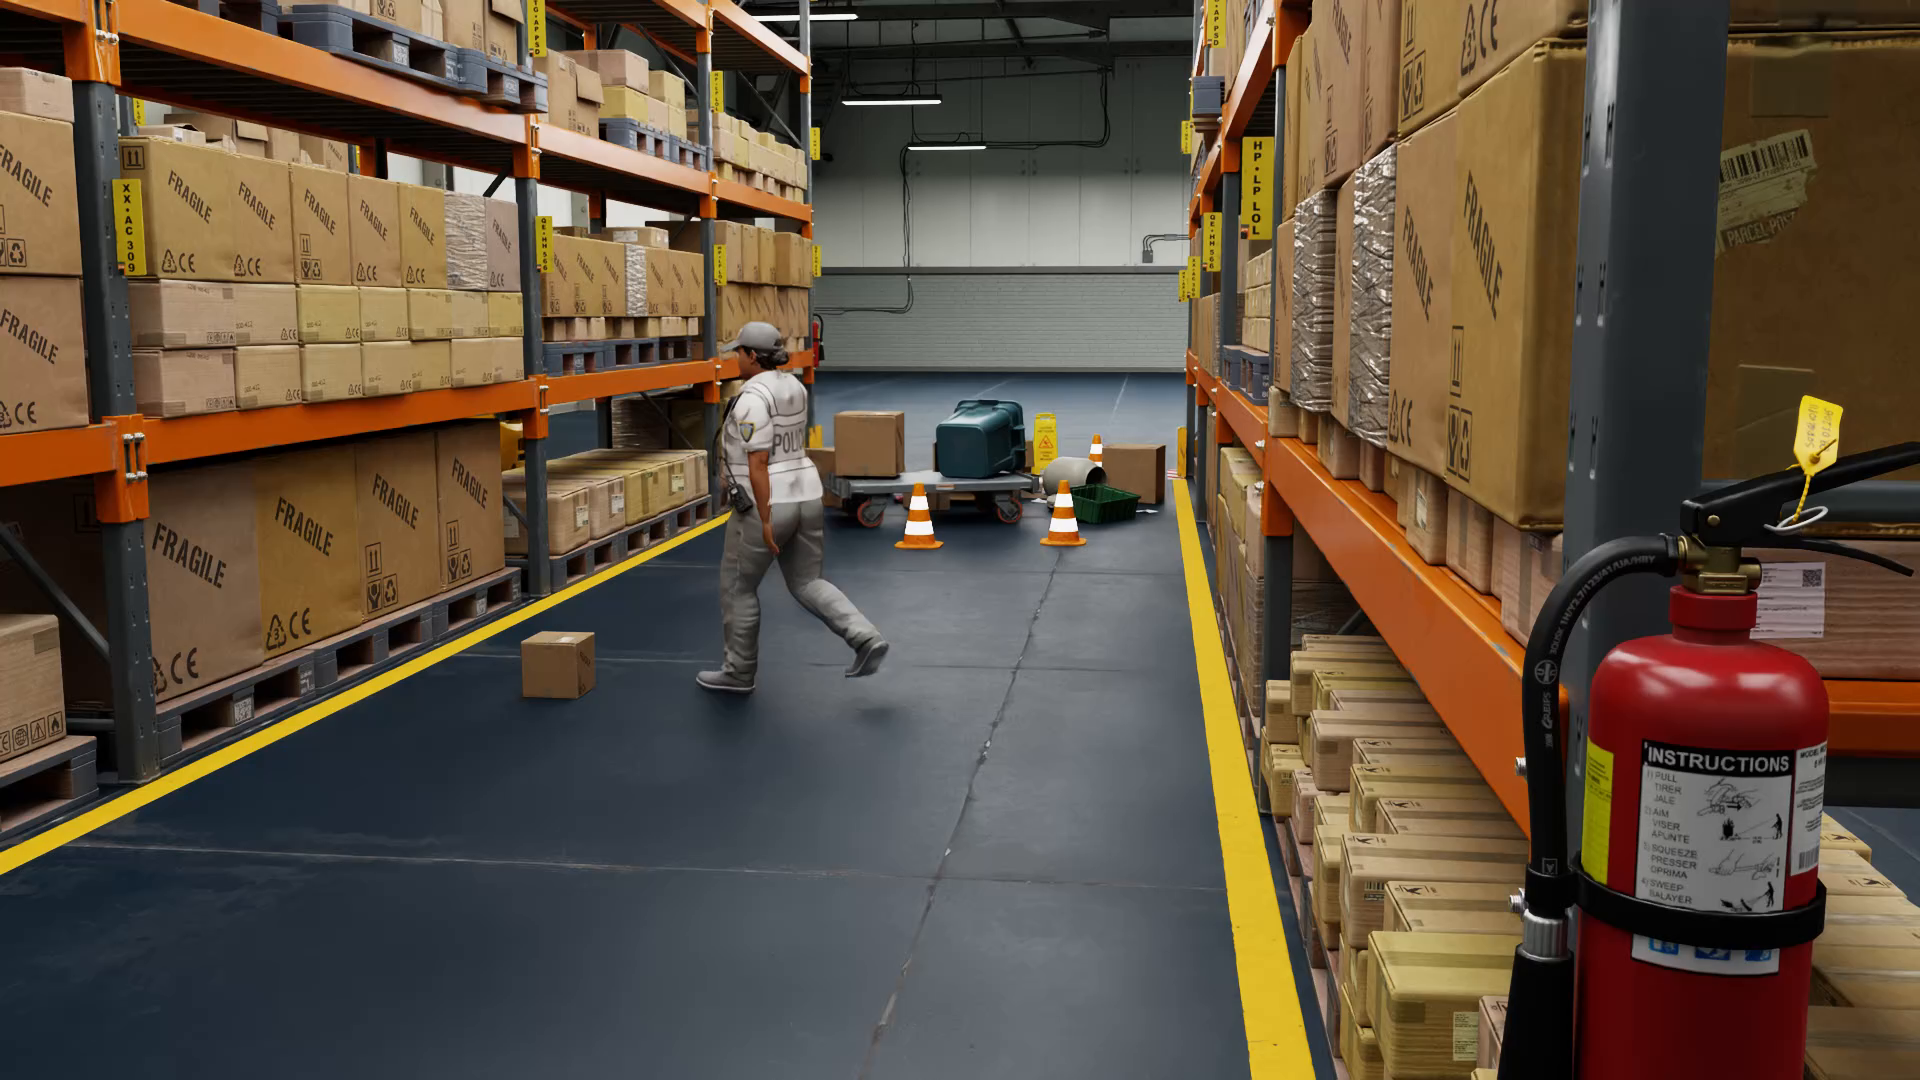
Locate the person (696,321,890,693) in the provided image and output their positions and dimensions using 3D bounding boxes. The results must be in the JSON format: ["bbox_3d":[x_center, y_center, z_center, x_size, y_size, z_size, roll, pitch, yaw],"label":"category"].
[{"bbox_3d":[-0.770,-0.130,7.249,0.900,1.636,0.490,4,9,28],"label":"person"}]
